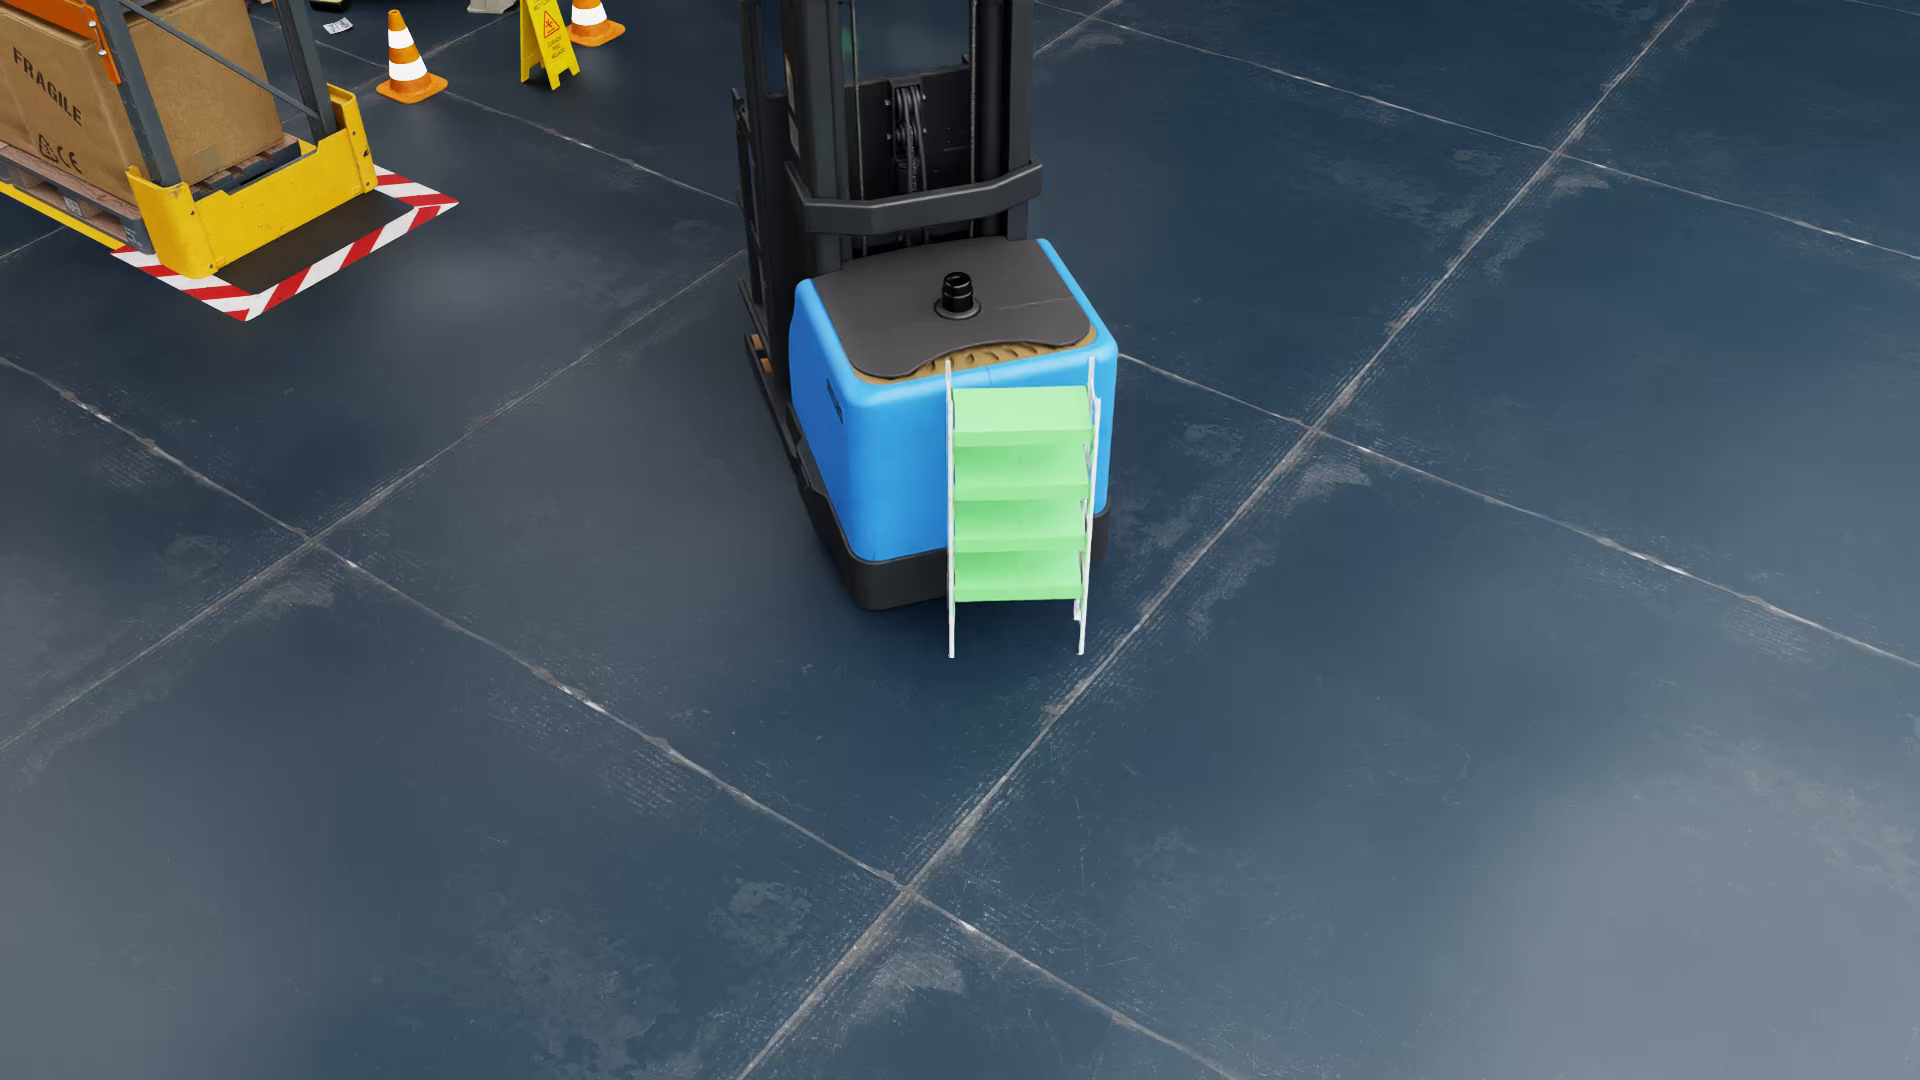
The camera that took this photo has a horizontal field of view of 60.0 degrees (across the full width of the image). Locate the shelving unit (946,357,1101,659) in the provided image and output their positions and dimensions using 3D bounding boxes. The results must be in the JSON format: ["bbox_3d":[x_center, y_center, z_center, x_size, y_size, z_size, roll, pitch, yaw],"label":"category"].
[{"bbox_3d":[0.208,-0.087,5.948,0.503,1.200,0.258,-2,42,-2],"label":"shelving unit"}]

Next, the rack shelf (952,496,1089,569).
[{"bbox_3d":[0.208,-0.040,5.990,0.480,0.148,0.258,-2,42,-2],"label":"rack shelf"}]

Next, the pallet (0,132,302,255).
[{"bbox_3d":[-4.273,-2.002,8.829,1.213,0.211,1.003,25,48,25],"label":"pallet"}]

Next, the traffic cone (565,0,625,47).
[{"bbox_3d":[-2.266,-3.298,10.088,0.334,0.463,0.336,25,48,25],"label":"traffic cone"}]

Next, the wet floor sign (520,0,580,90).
[{"bbox_3d":[-2.413,-2.970,9.585,0.232,0.644,0.267,17,45,18],"label":"wet floor sign"}]

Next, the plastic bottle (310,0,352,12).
[{"bbox_3d":[-4.007,-3.401,10.505,0.283,0.061,0.133,10,43,11],"label":"plastic bottle"}]

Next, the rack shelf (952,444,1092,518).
[{"bbox_3d":[0.208,-0.218,5.830,0.480,0.148,0.258,-2,42,-2],"label":"rack shelf"}]

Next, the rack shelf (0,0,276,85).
[{"bbox_3d":[-5.211,-3.275,8.700,4.000,0.370,1.077,25,48,25],"label":"rack shelf"}]

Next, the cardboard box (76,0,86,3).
[{"bbox_3d":[-3.904,-2.951,7.686,0.550,0.550,0.875,25,48,25],"label":"cardboard box"}]

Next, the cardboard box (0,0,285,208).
[{"bbox_3d":[-4.167,-2.366,8.423,0.875,0.875,0.875,25,48,26],"label":"cardboard box"}]

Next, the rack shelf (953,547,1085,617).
[{"bbox_3d":[0.208,0.139,6.150,0.480,0.148,0.258,-2,42,-2],"label":"rack shelf"}]

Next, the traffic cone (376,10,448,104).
[{"bbox_3d":[-3.193,-2.811,9.544,0.334,0.463,0.336,25,48,25],"label":"traffic cone"}]

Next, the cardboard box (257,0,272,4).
[{"bbox_3d":[-4.384,-3.638,10.616,0.396,0.266,0.258,-34,52,-32],"label":"cardboard box"}]

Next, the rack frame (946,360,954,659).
[{"bbox_3d":[-0.035,-0.081,5.940,0.015,1.200,0.240,-2,42,-2],"label":"rack frame"}]

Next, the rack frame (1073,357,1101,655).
[{"bbox_3d":[0.452,-0.094,5.955,0.015,1.200,0.240,-2,42,-2],"label":"rack frame"}]

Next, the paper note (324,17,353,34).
[{"bbox_3d":[-3.849,-3.182,10.284,0.144,0.017,0.142,-25,48,-25],"label":"paper note"}]

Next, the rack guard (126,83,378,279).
[{"bbox_3d":[-3.554,-1.837,8.428,0.348,0.500,1.175,25,48,25],"label":"rack guard"}]

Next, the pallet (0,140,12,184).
[{"bbox_3d":[-5.268,-2.469,9.351,1.213,0.211,1.003,25,48,25],"label":"pallet"}]

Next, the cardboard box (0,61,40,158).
[{"bbox_3d":[-4.888,-2.702,8.798,0.875,0.875,0.875,24,47,25],"label":"cardboard box"}]

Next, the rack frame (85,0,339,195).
[{"bbox_3d":[-3.574,-2.778,7.605,0.127,3.000,1.000,25,48,25],"label":"rack frame"}]

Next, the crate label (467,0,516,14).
[{"bbox_3d":[-2.945,-3.443,10.495,0.298,0.136,0.250,3,42,4],"label":"crate label"}]

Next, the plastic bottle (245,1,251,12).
[{"bbox_3d":[-4.557,-3.302,10.394,0.133,0.061,0.283,10,43,11],"label":"plastic bottle"}]

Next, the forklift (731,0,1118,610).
[{"bbox_3d":[-0.349,-1.821,6.587,1.130,2.935,3.031,-12,43,-13],"label":"forklift"}]

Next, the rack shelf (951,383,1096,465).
[{"bbox_3d":[0.208,-0.397,5.670,0.480,0.148,0.258,-2,42,-2],"label":"rack shelf"}]
